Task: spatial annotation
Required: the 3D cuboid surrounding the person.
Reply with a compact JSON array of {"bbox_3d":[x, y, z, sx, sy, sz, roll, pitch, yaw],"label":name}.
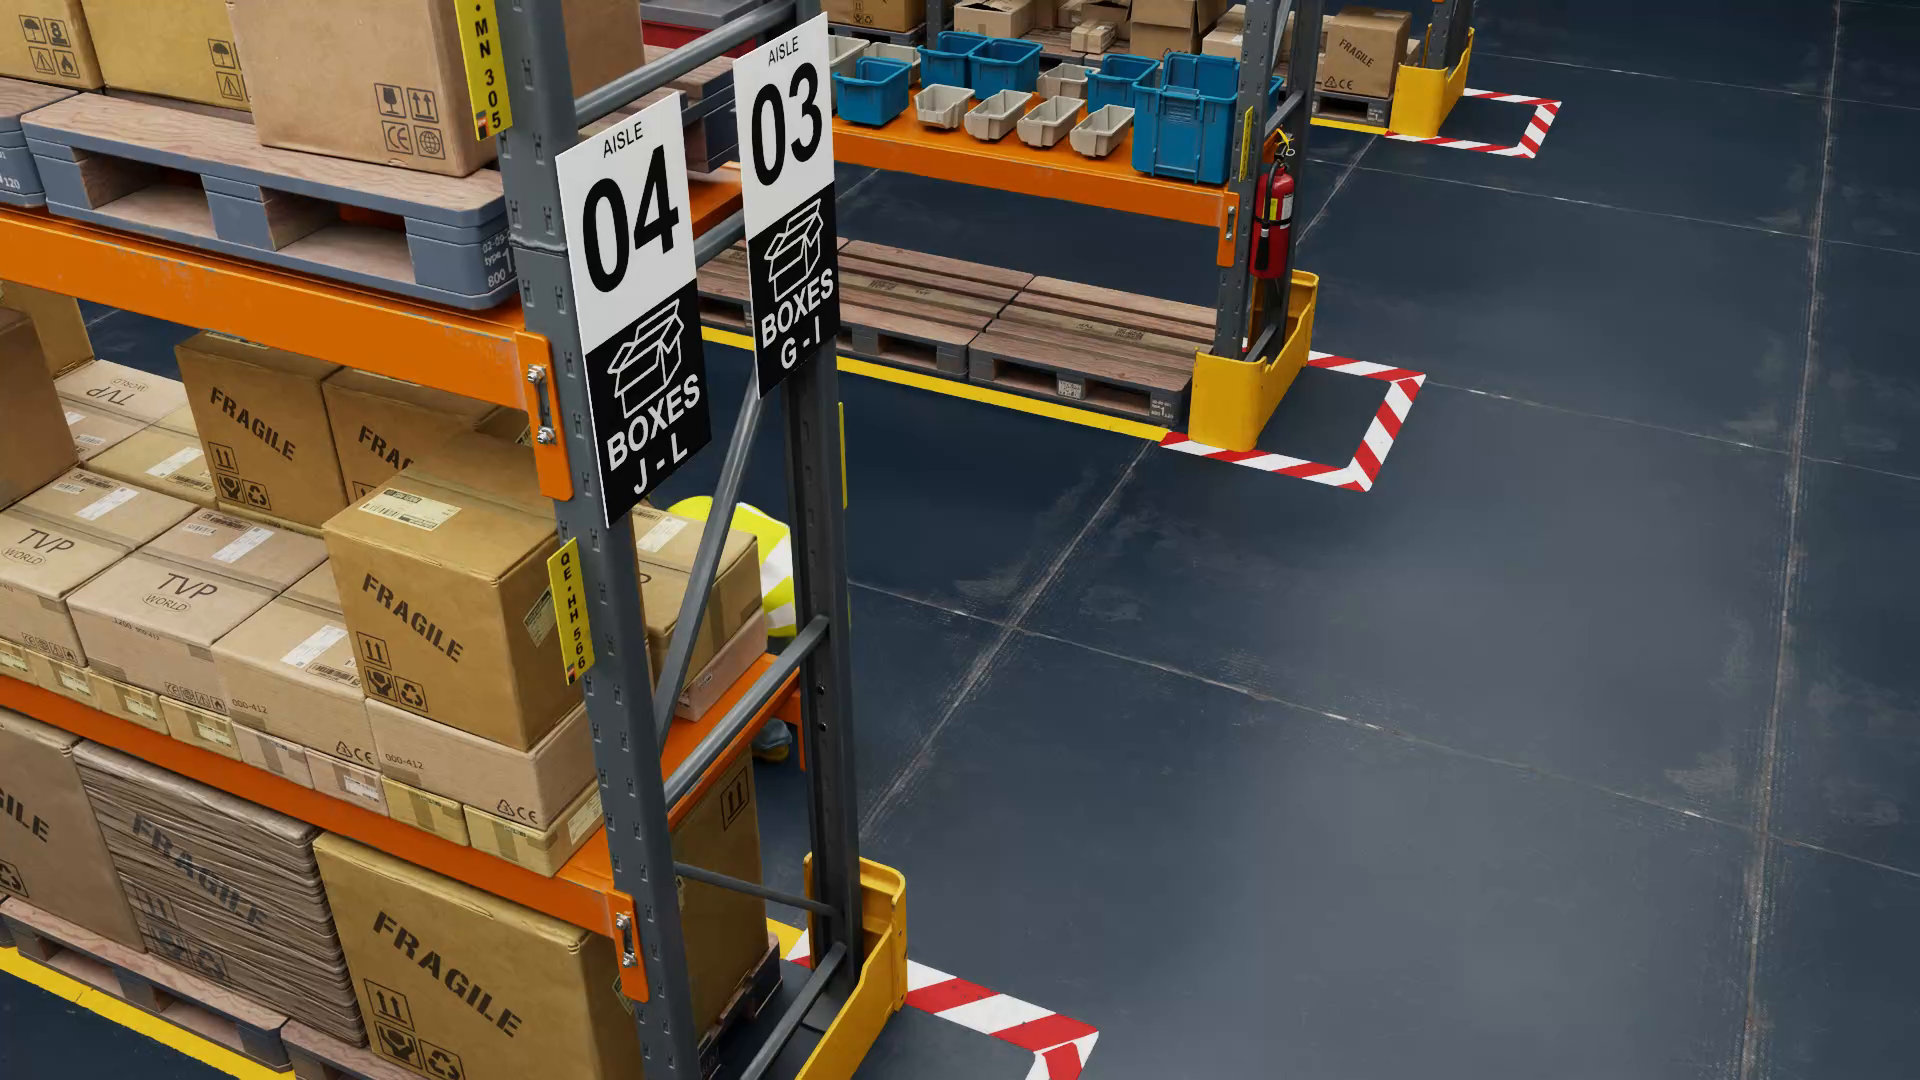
[{"bbox_3d":[-0.908,0.304,6.341,0.960,1.016,0.523,13,36,18],"label":"person"}]
